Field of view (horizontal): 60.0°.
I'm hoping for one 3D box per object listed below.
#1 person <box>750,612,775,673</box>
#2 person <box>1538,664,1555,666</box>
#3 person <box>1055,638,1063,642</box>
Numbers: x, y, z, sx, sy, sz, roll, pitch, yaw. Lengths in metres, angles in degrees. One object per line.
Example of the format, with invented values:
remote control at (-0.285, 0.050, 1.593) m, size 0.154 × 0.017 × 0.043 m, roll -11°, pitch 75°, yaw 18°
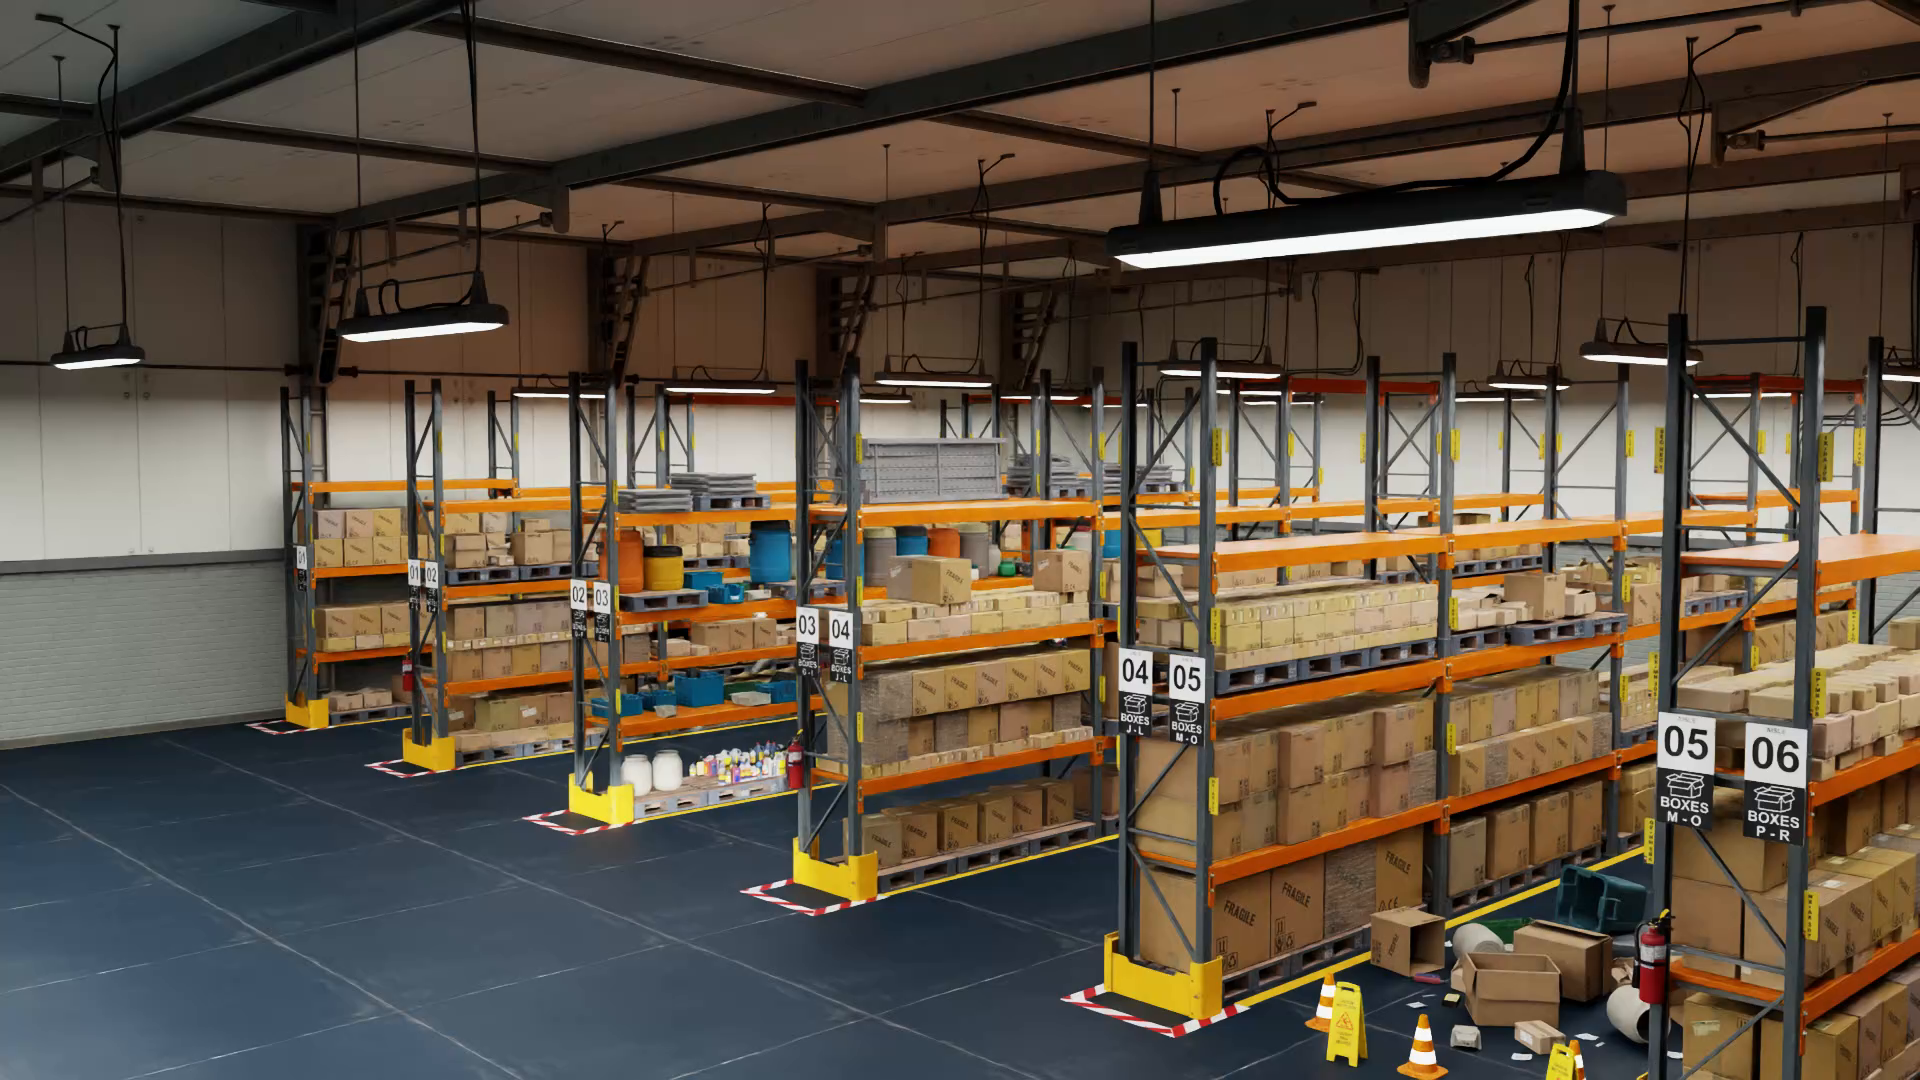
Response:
person at (-4.024, 1.979, 33.525) m, size 0.498 × 1.712 × 0.588 m, roll -2°, pitch 4°, yaw -30°
person at (11.027, 2.318, 31.767) m, size 1.043 × 1.574 × 0.545 m, roll -2°, pitch 4°, yaw -27°
person at (1.910, 2.278, 31.222) m, size 0.925 × 1.720 × 0.587 m, roll -2°, pitch 4°, yaw -32°
